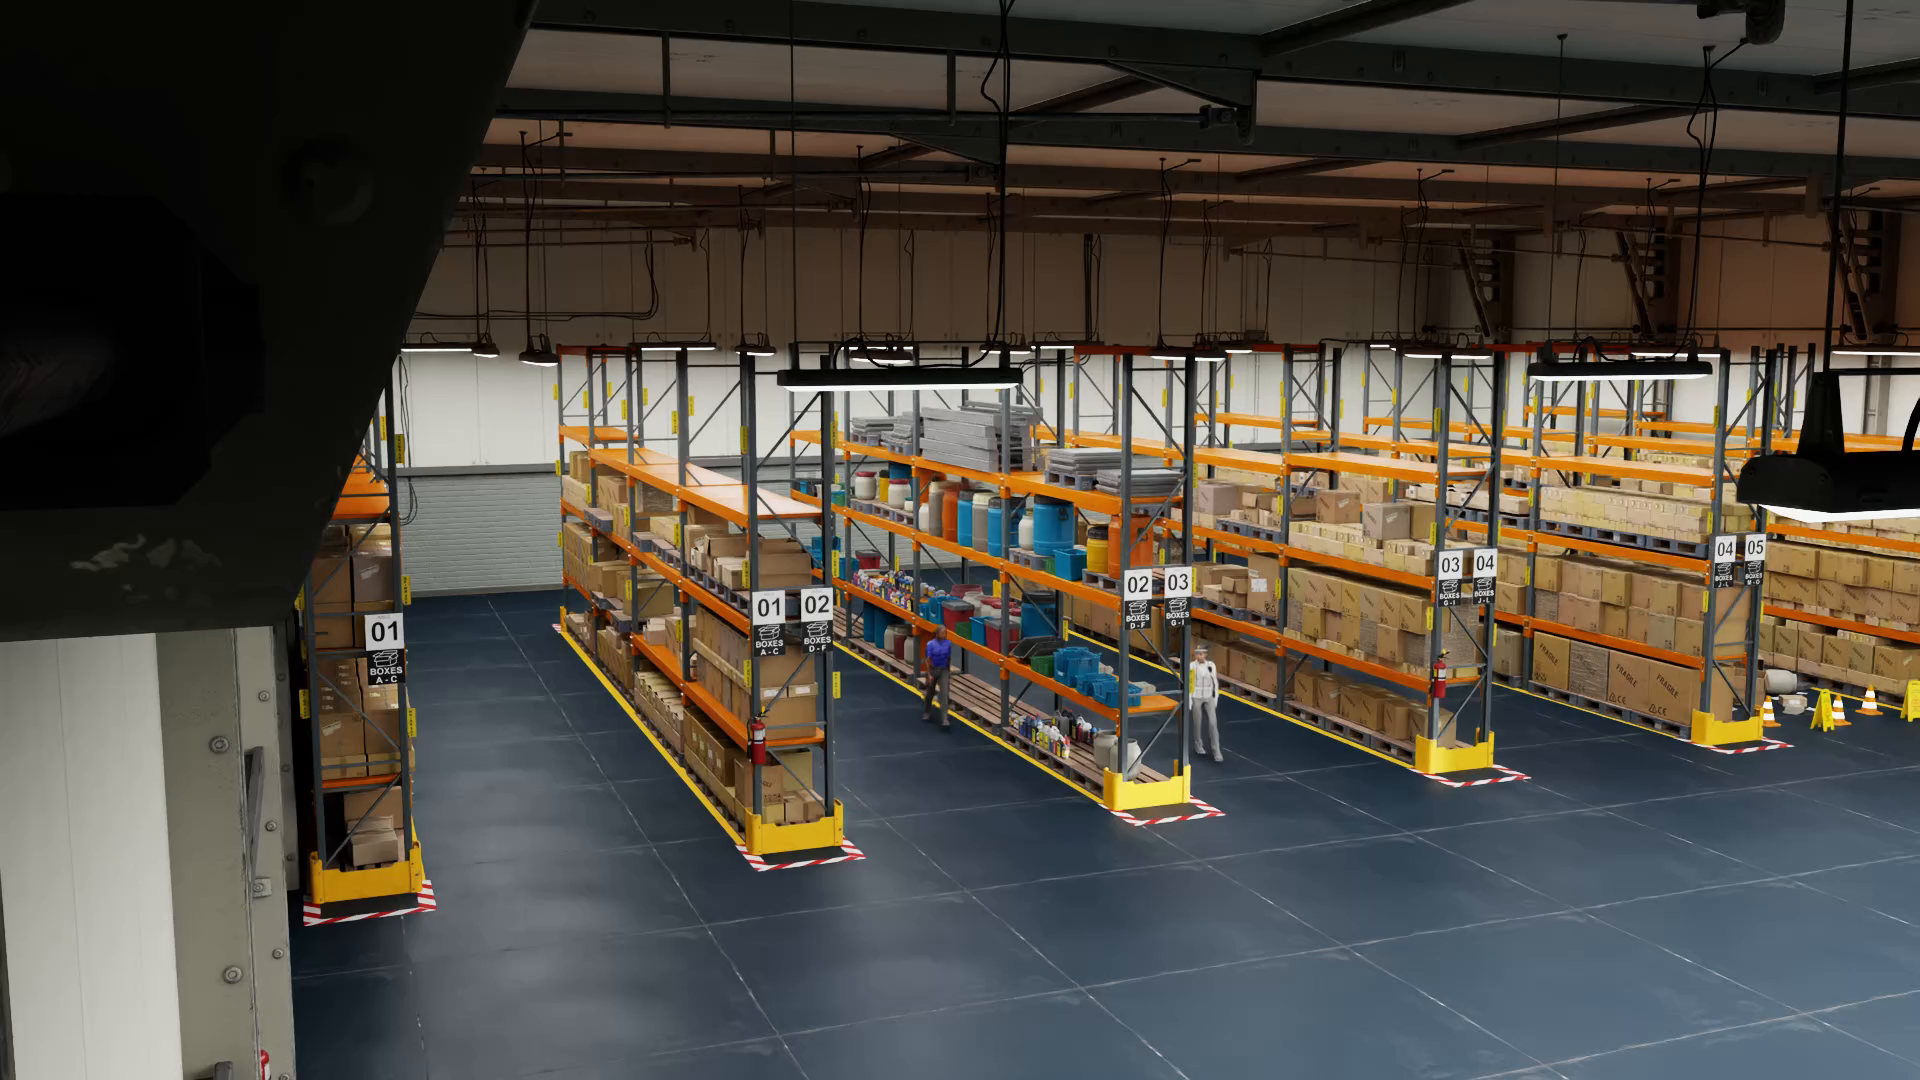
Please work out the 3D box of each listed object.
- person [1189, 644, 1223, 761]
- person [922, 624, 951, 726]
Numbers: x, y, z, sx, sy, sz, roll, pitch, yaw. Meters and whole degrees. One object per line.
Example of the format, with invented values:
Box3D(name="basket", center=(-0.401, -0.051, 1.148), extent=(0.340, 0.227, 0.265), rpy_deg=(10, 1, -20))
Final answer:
Box3D(name="person", center=(3.604, 2.383, 24.624), extent=(0.560, 1.677, 0.650), rpy_deg=(0, 7, 2))
Box3D(name="person", center=(-0.338, 2.153, 26.590), extent=(0.494, 1.590, 0.971), rpy_deg=(-2, 8, -18))
